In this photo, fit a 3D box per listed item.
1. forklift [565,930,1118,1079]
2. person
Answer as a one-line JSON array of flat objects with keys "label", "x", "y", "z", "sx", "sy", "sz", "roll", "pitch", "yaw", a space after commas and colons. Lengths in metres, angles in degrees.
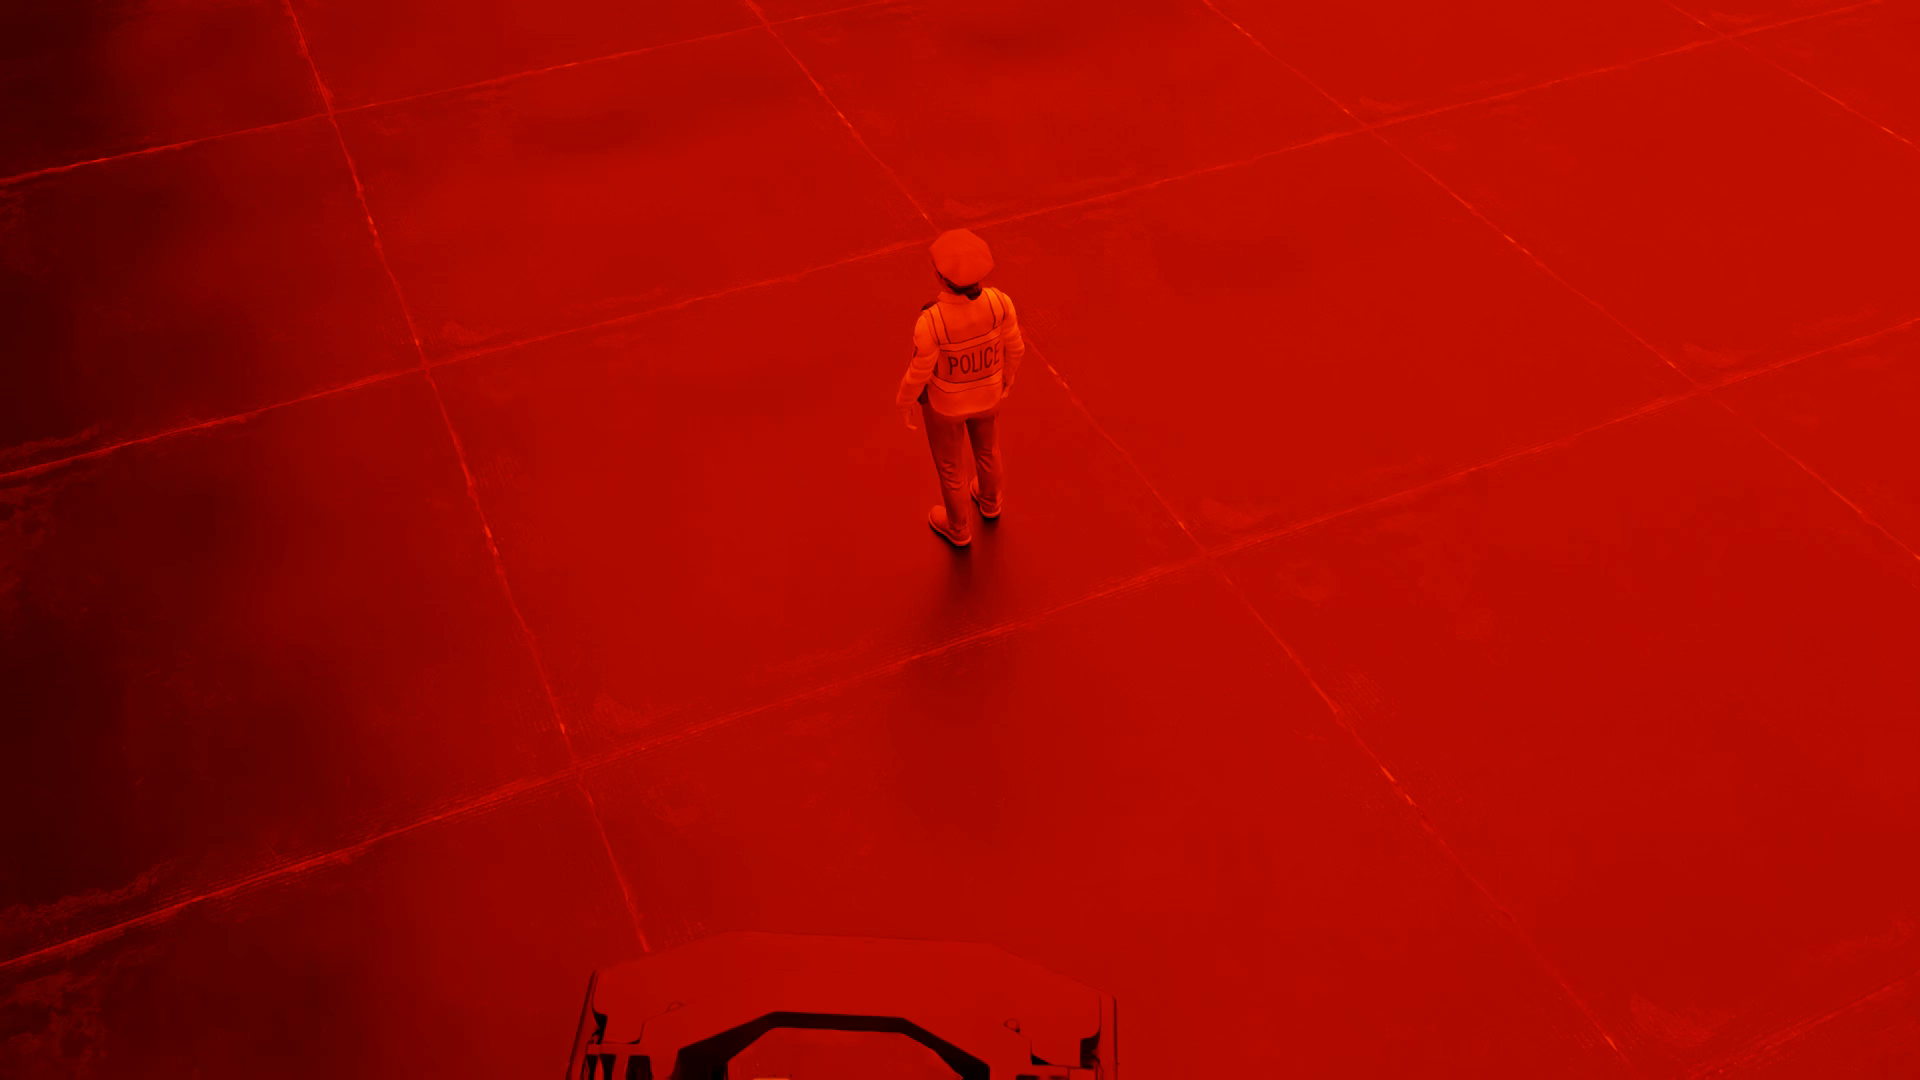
[{"label": "forklift", "x": -0.229, "y": 2.238, "z": 3.282, "sx": 1.130, "sy": 2.935, "sz": 3.031, "roll": 2, "pitch": 43, "yaw": 2}, {"label": "person", "x": -0.023, "y": -0.669, "z": 7.293, "sx": 0.587, "sy": 1.695, "sz": 0.531, "roll": -18, "pitch": 46, "yaw": -18}]
